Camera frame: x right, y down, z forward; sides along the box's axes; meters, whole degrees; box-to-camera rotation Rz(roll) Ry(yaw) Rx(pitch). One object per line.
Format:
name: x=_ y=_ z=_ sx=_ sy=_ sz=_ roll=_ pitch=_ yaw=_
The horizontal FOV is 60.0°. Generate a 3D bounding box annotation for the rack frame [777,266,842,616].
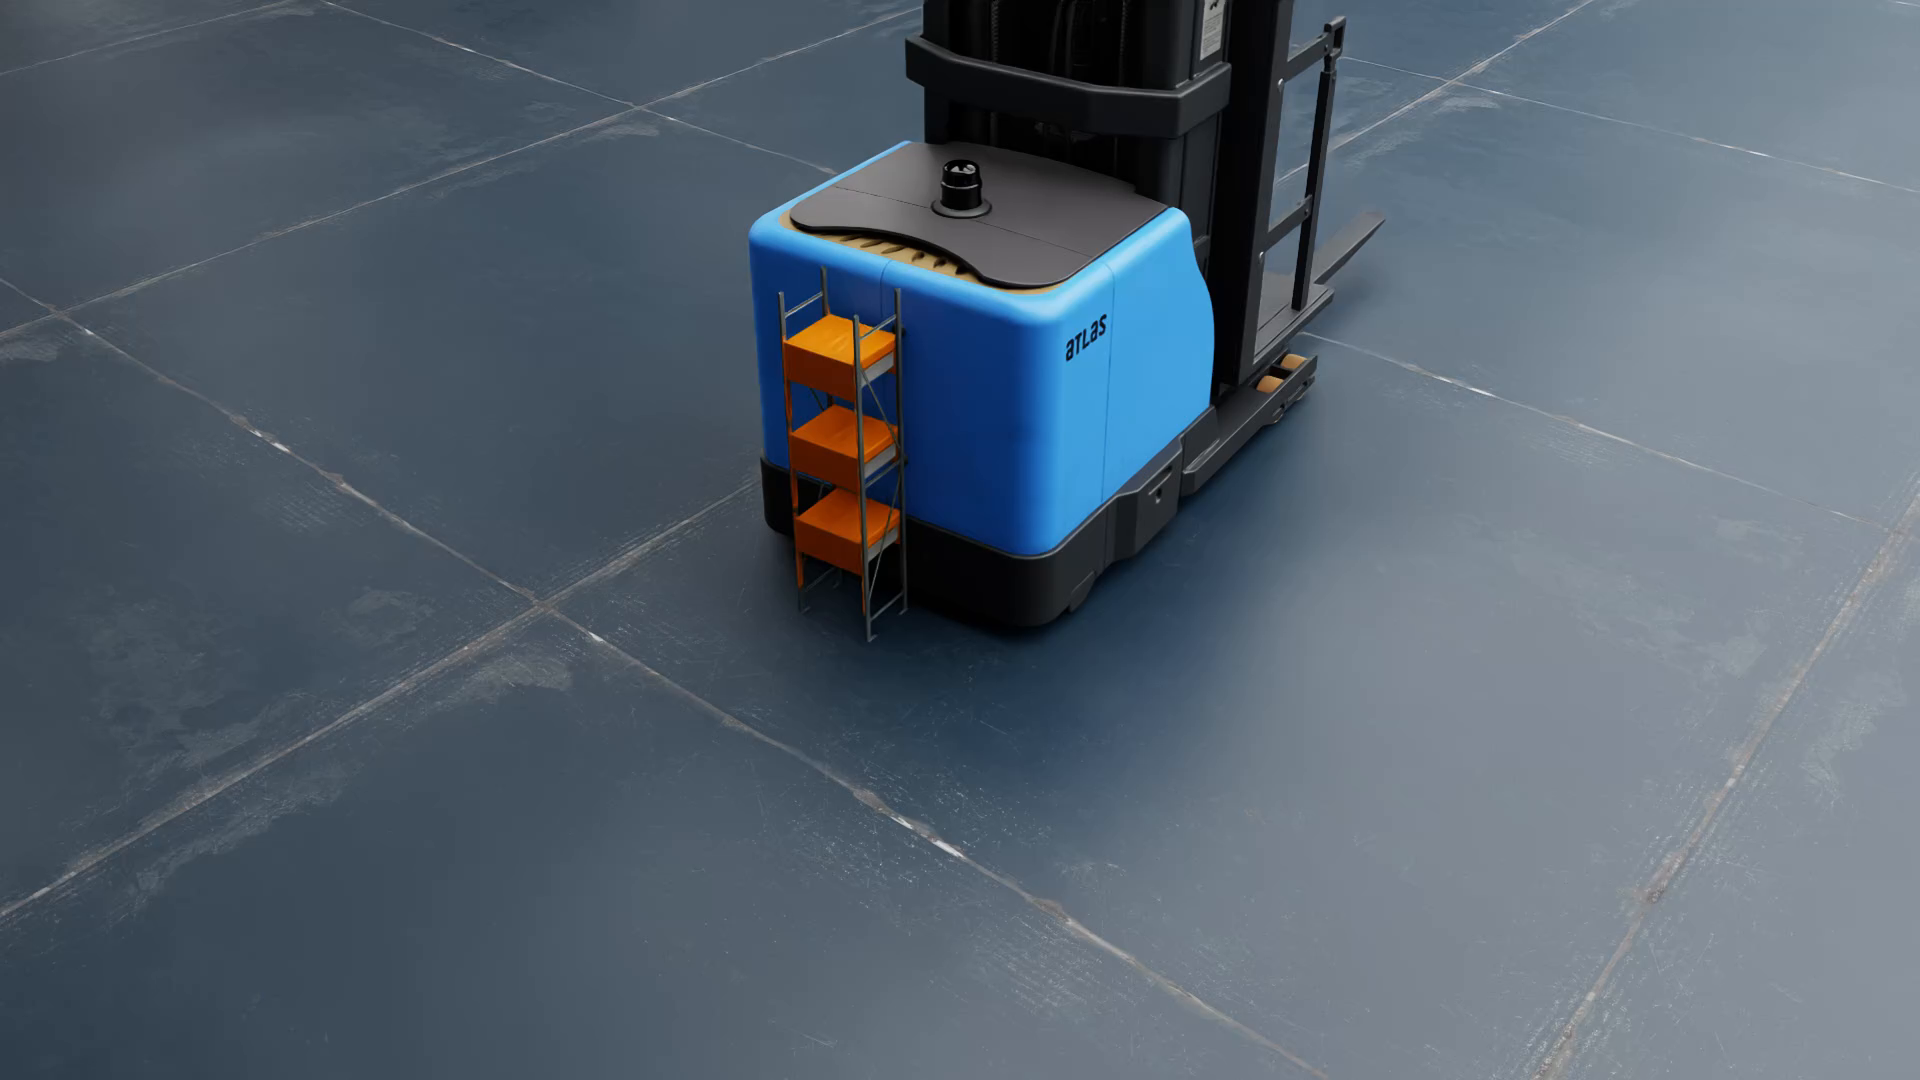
rack frame: x=-0.417 y=-0.256 z=4.696 sx=0.008 sy=1.050 sz=0.200 roll=21 pitch=40 yaw=27

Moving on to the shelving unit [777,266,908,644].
shelving unit: x=-0.316 y=-0.218 z=4.640 sx=0.252 sy=1.050 sz=0.215 roll=21 pitch=40 yaw=27

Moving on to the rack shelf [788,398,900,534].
rack shelf: x=-0.316 y=-0.209 z=4.646 sx=0.240 sy=0.259 sz=0.215 roll=21 pitch=40 yaw=27

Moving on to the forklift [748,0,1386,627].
forklift: x=0.624 y=-1.753 z=5.214 sx=1.130 sy=2.935 sz=3.031 roll=21 pitch=40 yaw=27

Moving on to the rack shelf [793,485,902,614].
rack shelf: x=-0.316 y=0.020 z=4.803 sx=0.240 sy=0.259 sz=0.215 roll=21 pitch=40 yaw=27

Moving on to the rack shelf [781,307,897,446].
rack shelf: x=-0.316 y=-0.443 z=4.485 sx=0.240 sy=0.259 sz=0.215 roll=21 pitch=40 yaw=27

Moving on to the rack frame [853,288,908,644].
rack frame: x=-0.214 y=-0.179 z=4.584 sx=0.008 sy=1.050 sz=0.200 roll=21 pitch=40 yaw=27
